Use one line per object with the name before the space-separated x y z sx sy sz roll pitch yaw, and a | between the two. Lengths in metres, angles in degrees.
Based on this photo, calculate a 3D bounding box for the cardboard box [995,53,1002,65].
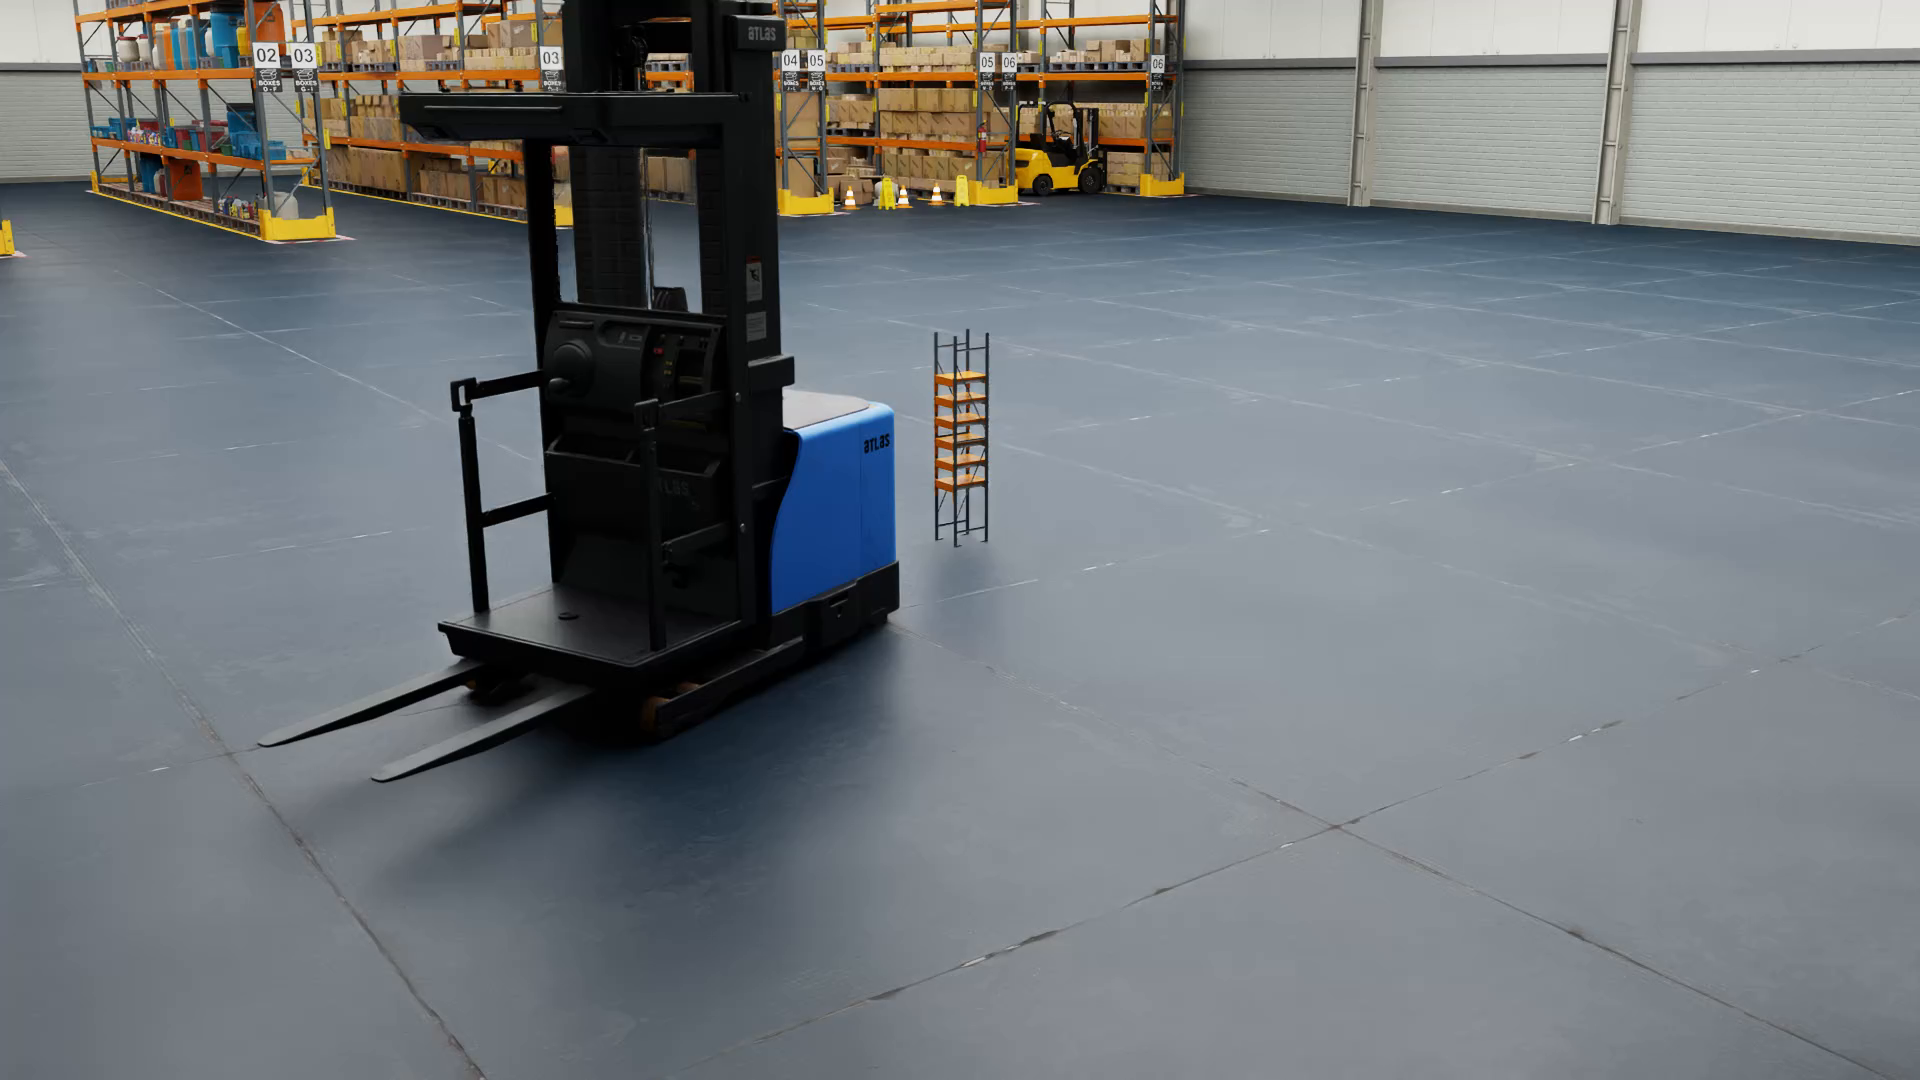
cardboard box | 0.708 -10.580 36.588 0.500 0.250 0.500 -11 19 -36

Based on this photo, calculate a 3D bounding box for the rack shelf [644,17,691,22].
rack shelf | -6.684 -11.758 37.611 1.077 0.370 4.000 -11 19 -35

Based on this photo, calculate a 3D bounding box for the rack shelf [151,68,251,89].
rack shelf | -14.762 -8.987 32.412 1.077 0.370 4.000 -11 19 -35

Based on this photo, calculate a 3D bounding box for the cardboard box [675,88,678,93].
cardboard box | -7.884 -12.775 47.258 0.380 0.149 0.250 -11 19 -34

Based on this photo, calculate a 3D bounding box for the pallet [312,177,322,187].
pallet | -16.102 -9.288 43.112 1.003 0.211 1.213 -11 19 -35

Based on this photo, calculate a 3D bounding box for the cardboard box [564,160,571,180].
cardboard box | -9.680 -9.371 42.072 0.500 0.500 0.500 -10 18 -32

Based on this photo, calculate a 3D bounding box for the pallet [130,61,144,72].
pallet | -17.080 -10.131 35.583 1.003 0.211 1.213 -11 19 -35

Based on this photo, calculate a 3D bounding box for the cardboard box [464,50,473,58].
cardboard box | -9.638 -9.679 33.104 0.380 0.149 0.250 -12 19 -36

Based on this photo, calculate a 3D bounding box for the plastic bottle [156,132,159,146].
plastic bottle | -16.656 -8.328 34.542 0.061 0.283 0.133 -11 19 -35

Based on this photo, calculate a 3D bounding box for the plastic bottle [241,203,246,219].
plastic bottle | -12.752 -5.855 29.597 0.061 0.283 0.133 -10 18 -33

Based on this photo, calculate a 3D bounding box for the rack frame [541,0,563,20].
rack frame | -10.212 -13.579 42.145 1.000 3.000 0.127 -11 19 -35

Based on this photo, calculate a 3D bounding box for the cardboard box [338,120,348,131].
cardboard box | -14.755 -10.062 40.379 0.500 0.250 0.500 -11 19 -36

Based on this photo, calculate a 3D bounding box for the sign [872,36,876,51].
sign | -2.010 -11.567 38.747 0.100 0.325 0.005 -11 19 -35

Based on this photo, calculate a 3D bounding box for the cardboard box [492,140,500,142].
cardboard box | -8.724 -8.112 32.779 0.875 0.500 0.500 -11 19 -35

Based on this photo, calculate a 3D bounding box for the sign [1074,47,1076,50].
sign | 2.897 -12.360 42.240 0.100 0.325 0.005 -11 19 -35

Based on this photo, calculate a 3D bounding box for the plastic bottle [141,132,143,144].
plastic bottle | -17.542 -8.652 35.748 0.097 0.271 0.097 0 15 0

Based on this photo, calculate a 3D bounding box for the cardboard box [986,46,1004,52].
cardboard box | 0.744 -10.731 36.385 0.380 0.149 0.250 -11 19 -35

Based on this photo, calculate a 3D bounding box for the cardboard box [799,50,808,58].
cardboard box | -3.098 -9.823 33.592 0.380 0.149 0.250 -11 19 -34

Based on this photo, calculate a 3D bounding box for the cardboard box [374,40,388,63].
cardboard box | -12.927 -11.071 37.676 0.500 0.500 0.500 -10 18 -32

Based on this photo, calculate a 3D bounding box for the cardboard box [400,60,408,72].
cardboard box | -11.861 -10.318 36.195 0.500 0.250 0.500 -10 18 -34

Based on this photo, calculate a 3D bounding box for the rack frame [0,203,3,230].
rack frame | -15.243 -5.838 25.225 1.000 3.000 0.127 -11 19 -35

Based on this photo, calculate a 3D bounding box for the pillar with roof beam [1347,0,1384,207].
pillar with roof beam | 5.166 -10.917 32.418 9.100 9.000 0.400 -11 19 -35

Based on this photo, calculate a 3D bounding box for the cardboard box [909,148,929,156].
cardboard box | -0.946 -8.948 38.351 0.380 0.149 0.250 -10 18 -31

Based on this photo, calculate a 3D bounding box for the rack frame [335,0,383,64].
rack frame | -14.283 -12.831 39.411 1.000 3.000 0.127 -11 19 -35

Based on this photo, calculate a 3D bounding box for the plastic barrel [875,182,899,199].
plastic barrel | -1.651 -7.877 37.553 0.512 0.421 0.421 1 15 4

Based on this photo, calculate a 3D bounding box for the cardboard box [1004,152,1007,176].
cardboard box | 1.683 -9.873 43.668 0.875 0.625 0.625 -11 19 -35

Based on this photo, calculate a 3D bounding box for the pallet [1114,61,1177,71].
pallet | 4.406 -11.244 39.460 1.003 0.211 1.213 -11 19 -35

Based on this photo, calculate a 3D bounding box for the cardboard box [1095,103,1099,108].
cardboard box | 3.513 -10.560 40.494 0.380 0.149 0.250 -11 19 -34

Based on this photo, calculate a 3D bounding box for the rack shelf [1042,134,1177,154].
rack shelf | 3.625 -9.765 40.934 1.077 0.370 4.000 -11 19 -35

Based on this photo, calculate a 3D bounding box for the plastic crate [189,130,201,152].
plastic crate | -14.486 -7.640 31.839 0.392 0.384 0.575 -11 19 -35

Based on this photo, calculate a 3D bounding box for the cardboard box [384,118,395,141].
cardboard box | -12.710 -9.306 37.705 0.500 0.500 0.500 -11 19 -35

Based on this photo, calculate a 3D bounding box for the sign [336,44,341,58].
sign | -14.731 -11.585 39.412 0.100 0.325 0.005 -11 19 -35

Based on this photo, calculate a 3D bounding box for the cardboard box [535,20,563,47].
cardboard box | -7.882 -9.614 31.637 0.500 0.500 0.500 -11 19 -35

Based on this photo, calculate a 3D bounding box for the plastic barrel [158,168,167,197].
plastic barrel | -16.903 -7.697 35.789 0.600 0.588 0.708 -11 19 -35

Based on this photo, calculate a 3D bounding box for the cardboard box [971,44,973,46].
cardboard box | 0.704 -12.854 44.002 0.700 0.500 0.500 -11 19 -36

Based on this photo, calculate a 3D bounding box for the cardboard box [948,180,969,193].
cardboard box | 0.081 -7.926 37.265 0.500 0.250 0.500 -11 19 -35

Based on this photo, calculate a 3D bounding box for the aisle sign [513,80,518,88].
aisle sign | -12.364 -12.856 45.941 0.394 0.787 0.004 -11 19 -35

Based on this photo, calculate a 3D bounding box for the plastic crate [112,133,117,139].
plastic crate | -19.165 -9.262 38.143 0.437 0.125 0.590 -11 19 -35

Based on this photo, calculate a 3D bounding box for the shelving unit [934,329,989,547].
shelving unit | 0.009 -0.576 9.406 0.258 1.200 0.189 -11 19 -35

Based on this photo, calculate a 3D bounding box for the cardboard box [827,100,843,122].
cardboard box | -2.921 -10.553 40.904 0.500 0.500 0.500 -12 19 -37

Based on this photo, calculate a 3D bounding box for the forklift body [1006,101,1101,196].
forklift body | 2.211 -9.397 39.835 2.313 2.155 1.214 -11 19 -35

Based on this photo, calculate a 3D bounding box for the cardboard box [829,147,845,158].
cardboard box | -3.622 -11.636 50.347 0.500 0.500 0.500 -10 18 -34

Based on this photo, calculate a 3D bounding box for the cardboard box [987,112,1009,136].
cardboard box | 0.734 -9.249 36.935 0.500 0.500 0.500 -11 19 -35

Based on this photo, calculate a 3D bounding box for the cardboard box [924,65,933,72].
cardboard box | -0.587 -10.593 37.390 0.380 0.149 0.250 -11 19 -35

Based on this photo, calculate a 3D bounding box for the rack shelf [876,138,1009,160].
rack shelf | -0.388 -8.993 38.116 1.077 0.370 4.000 -11 19 -35

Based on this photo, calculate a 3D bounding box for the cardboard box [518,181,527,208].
cardboard box | -8.313 -6.767 32.558 0.500 0.500 0.500 -9 18 -29

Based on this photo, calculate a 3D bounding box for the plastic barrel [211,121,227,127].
plastic barrel | -14.402 -7.921 32.577 0.433 0.535 0.433 0 15 0

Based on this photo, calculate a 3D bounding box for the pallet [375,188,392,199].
pallet | -13.047 -8.179 39.059 1.003 0.211 1.213 -11 19 -35

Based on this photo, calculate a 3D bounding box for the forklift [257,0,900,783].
forklift | -1.487 -0.757 6.791 1.130 2.935 3.031 9 18 30

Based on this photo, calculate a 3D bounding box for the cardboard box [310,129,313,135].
cardboard box | -16.391 -10.434 42.494 0.380 0.149 0.250 -11 19 -36

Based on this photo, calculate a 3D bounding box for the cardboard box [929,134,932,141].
cardboard box | -0.488 -9.168 37.868 0.380 0.149 0.250 -11 19 -35

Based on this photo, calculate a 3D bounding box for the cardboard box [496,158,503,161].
cardboard box | -12.531 -10.490 45.698 0.380 0.149 0.250 -12 19 -37
